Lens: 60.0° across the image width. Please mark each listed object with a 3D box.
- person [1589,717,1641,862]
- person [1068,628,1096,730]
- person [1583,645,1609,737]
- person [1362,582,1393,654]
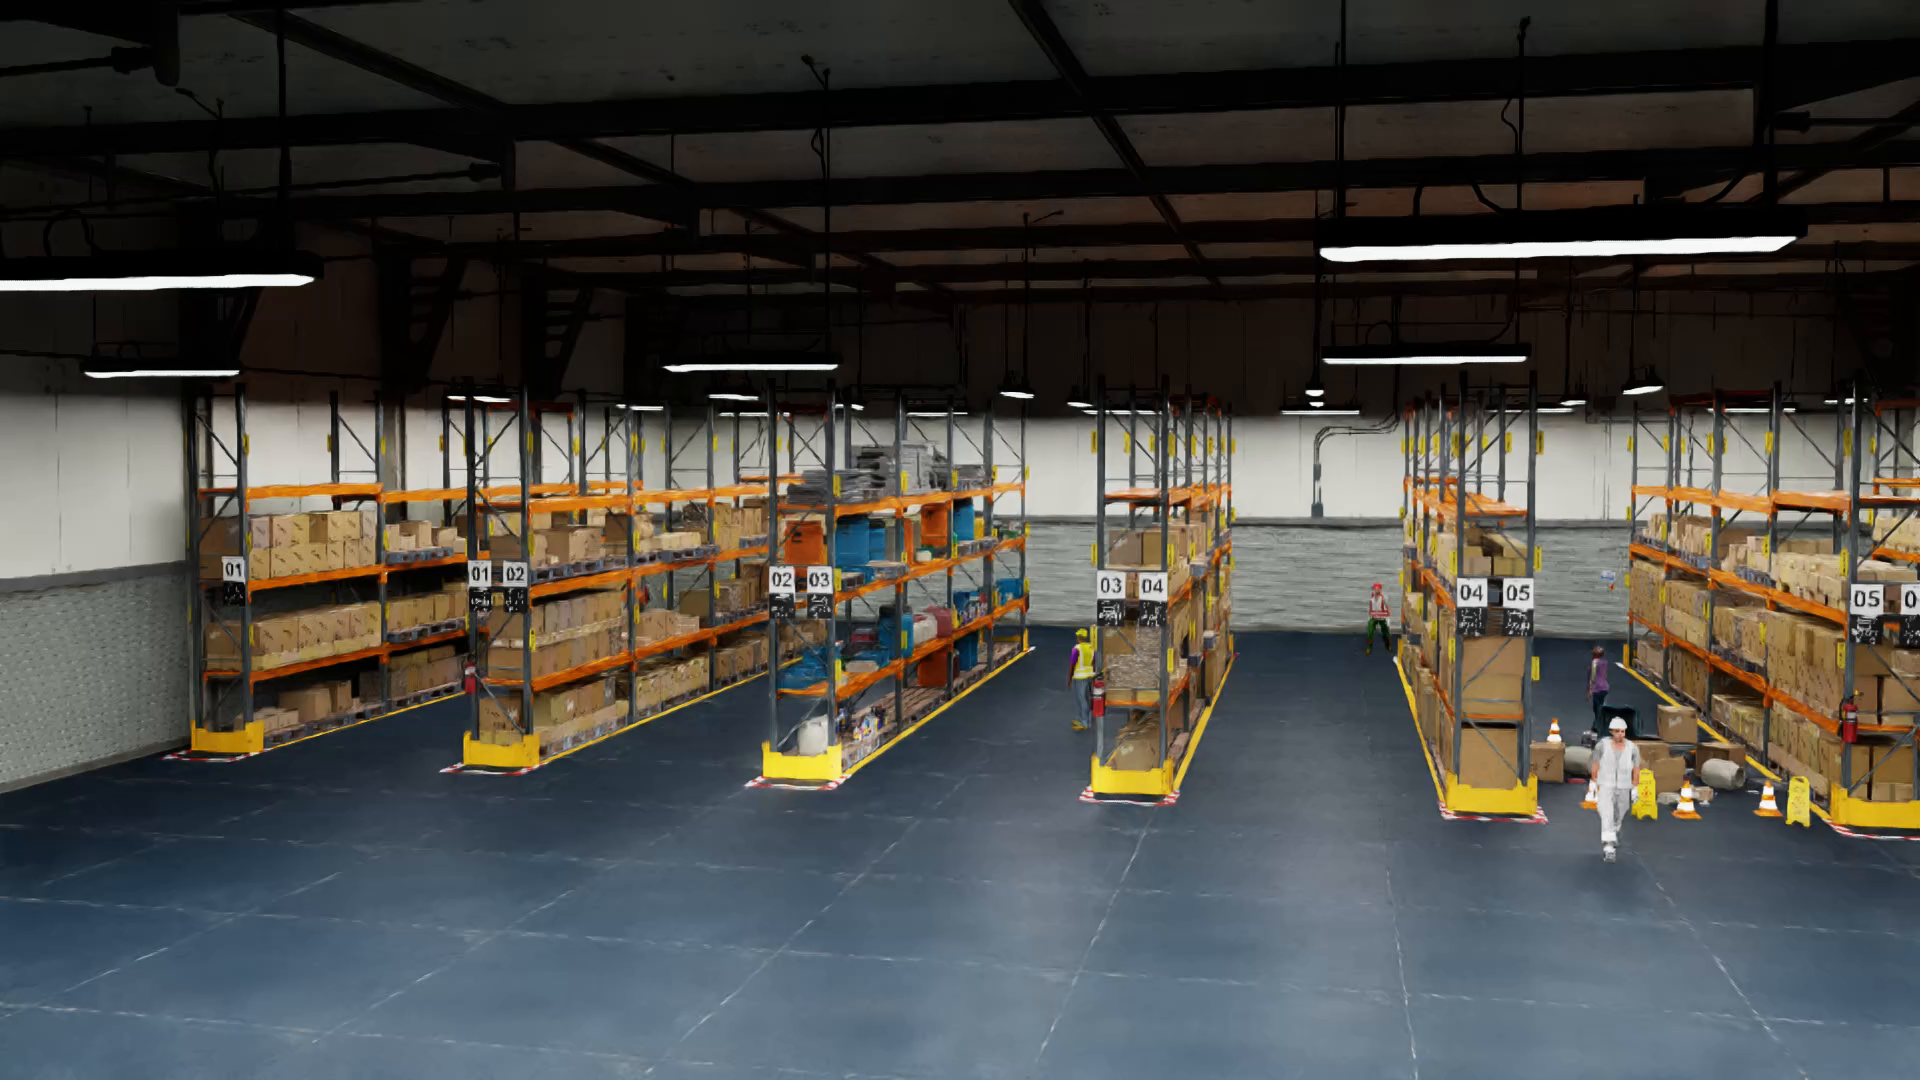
[{"bbox_3d":[7.936,2.982,20.102,0.550,1.708,1.128,1,3,10],"label":"person"},{"bbox_3d":[2.136,2.426,29.341,0.580,1.763,0.673,3,4,43],"label":"person"},{"bbox_3d":[10.828,2.575,28.282,0.522,1.591,0.523,3,4,43],"label":"person"},{"bbox_3d":[10.048,1.863,39.906,0.596,1.739,0.988,2,4,34],"label":"person"}]
